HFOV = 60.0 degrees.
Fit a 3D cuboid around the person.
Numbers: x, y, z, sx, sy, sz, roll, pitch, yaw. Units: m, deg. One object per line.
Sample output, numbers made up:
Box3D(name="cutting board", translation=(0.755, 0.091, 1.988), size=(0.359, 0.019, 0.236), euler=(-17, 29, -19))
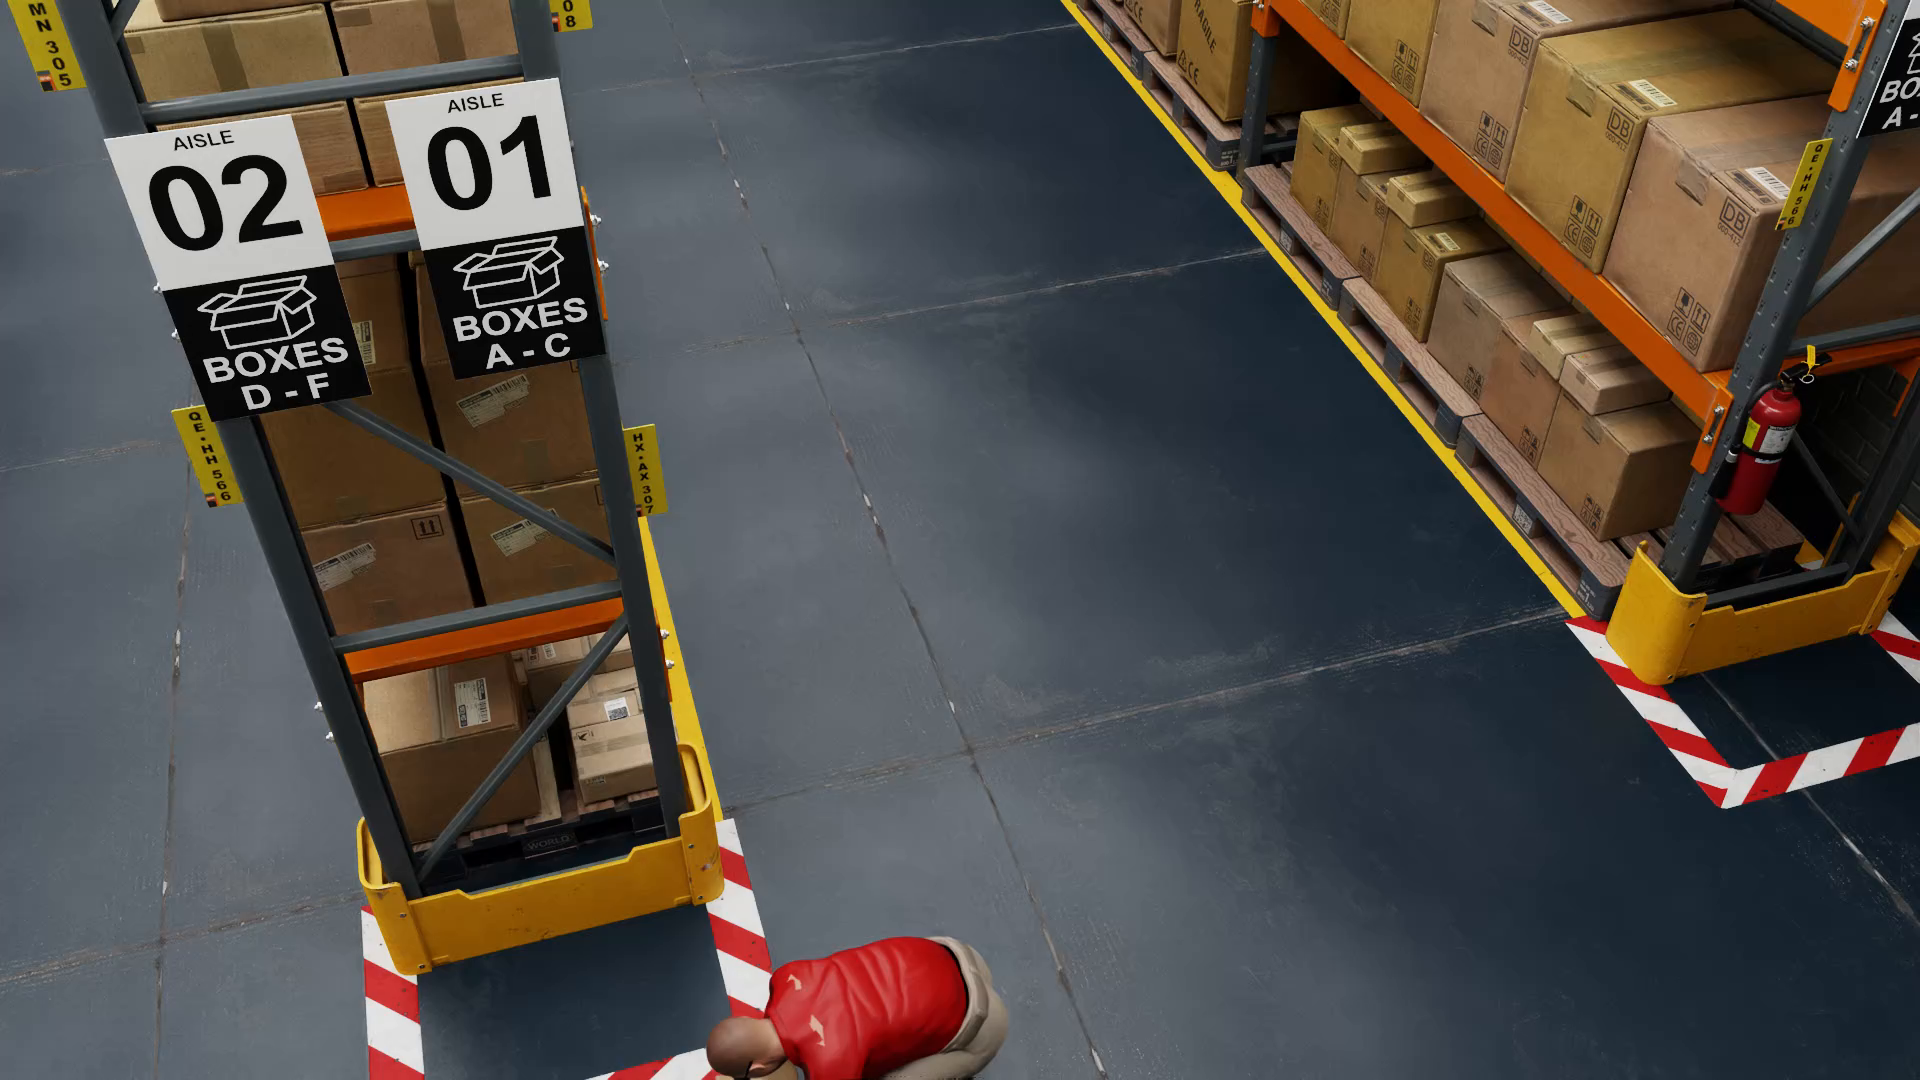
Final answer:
Box3D(name="person", translation=(-0.310, 1.592, 5.151), size=(0.922, 0.797, 0.530), euler=(-13, 44, -14))
